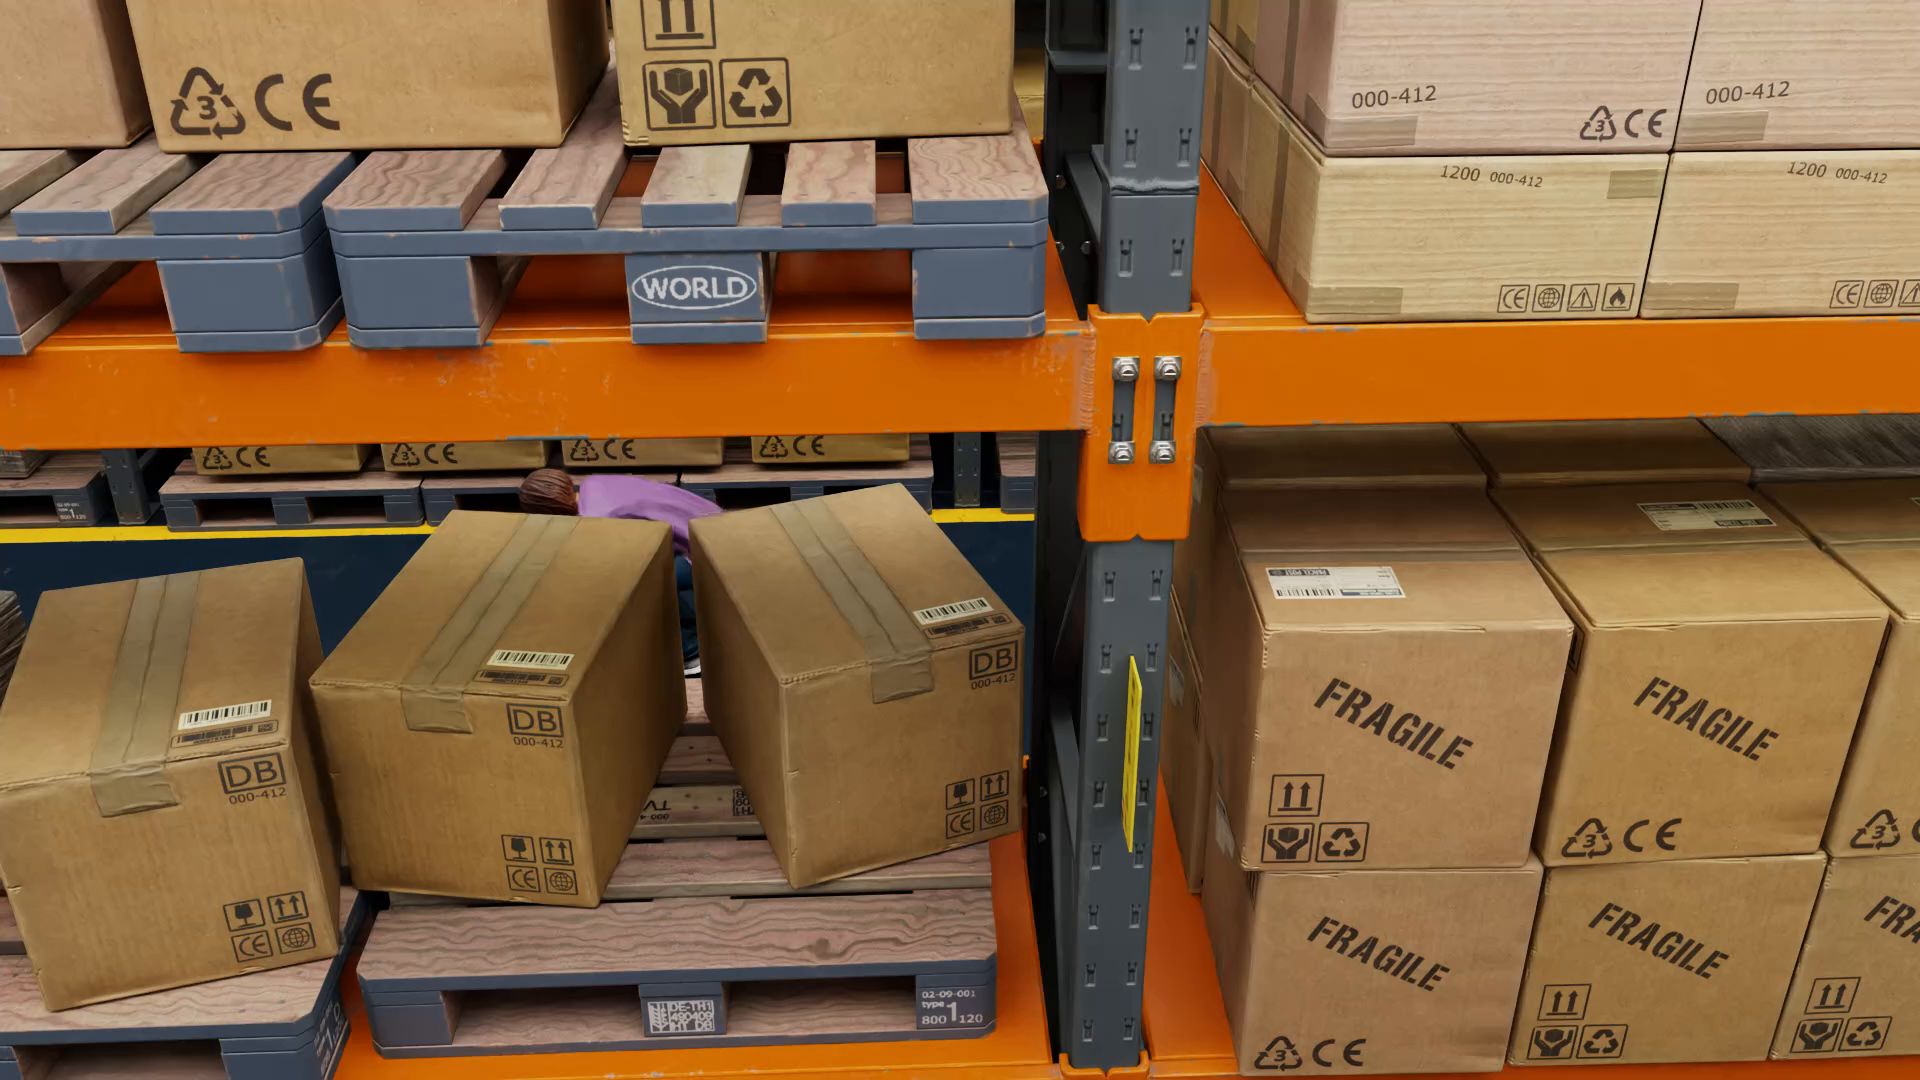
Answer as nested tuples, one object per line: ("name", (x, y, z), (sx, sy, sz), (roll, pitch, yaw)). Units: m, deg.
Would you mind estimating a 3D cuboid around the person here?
("person", (-1.308, 0.112, 6.674), (0.838, 0.895, 0.426), (-2, 28, -4))
